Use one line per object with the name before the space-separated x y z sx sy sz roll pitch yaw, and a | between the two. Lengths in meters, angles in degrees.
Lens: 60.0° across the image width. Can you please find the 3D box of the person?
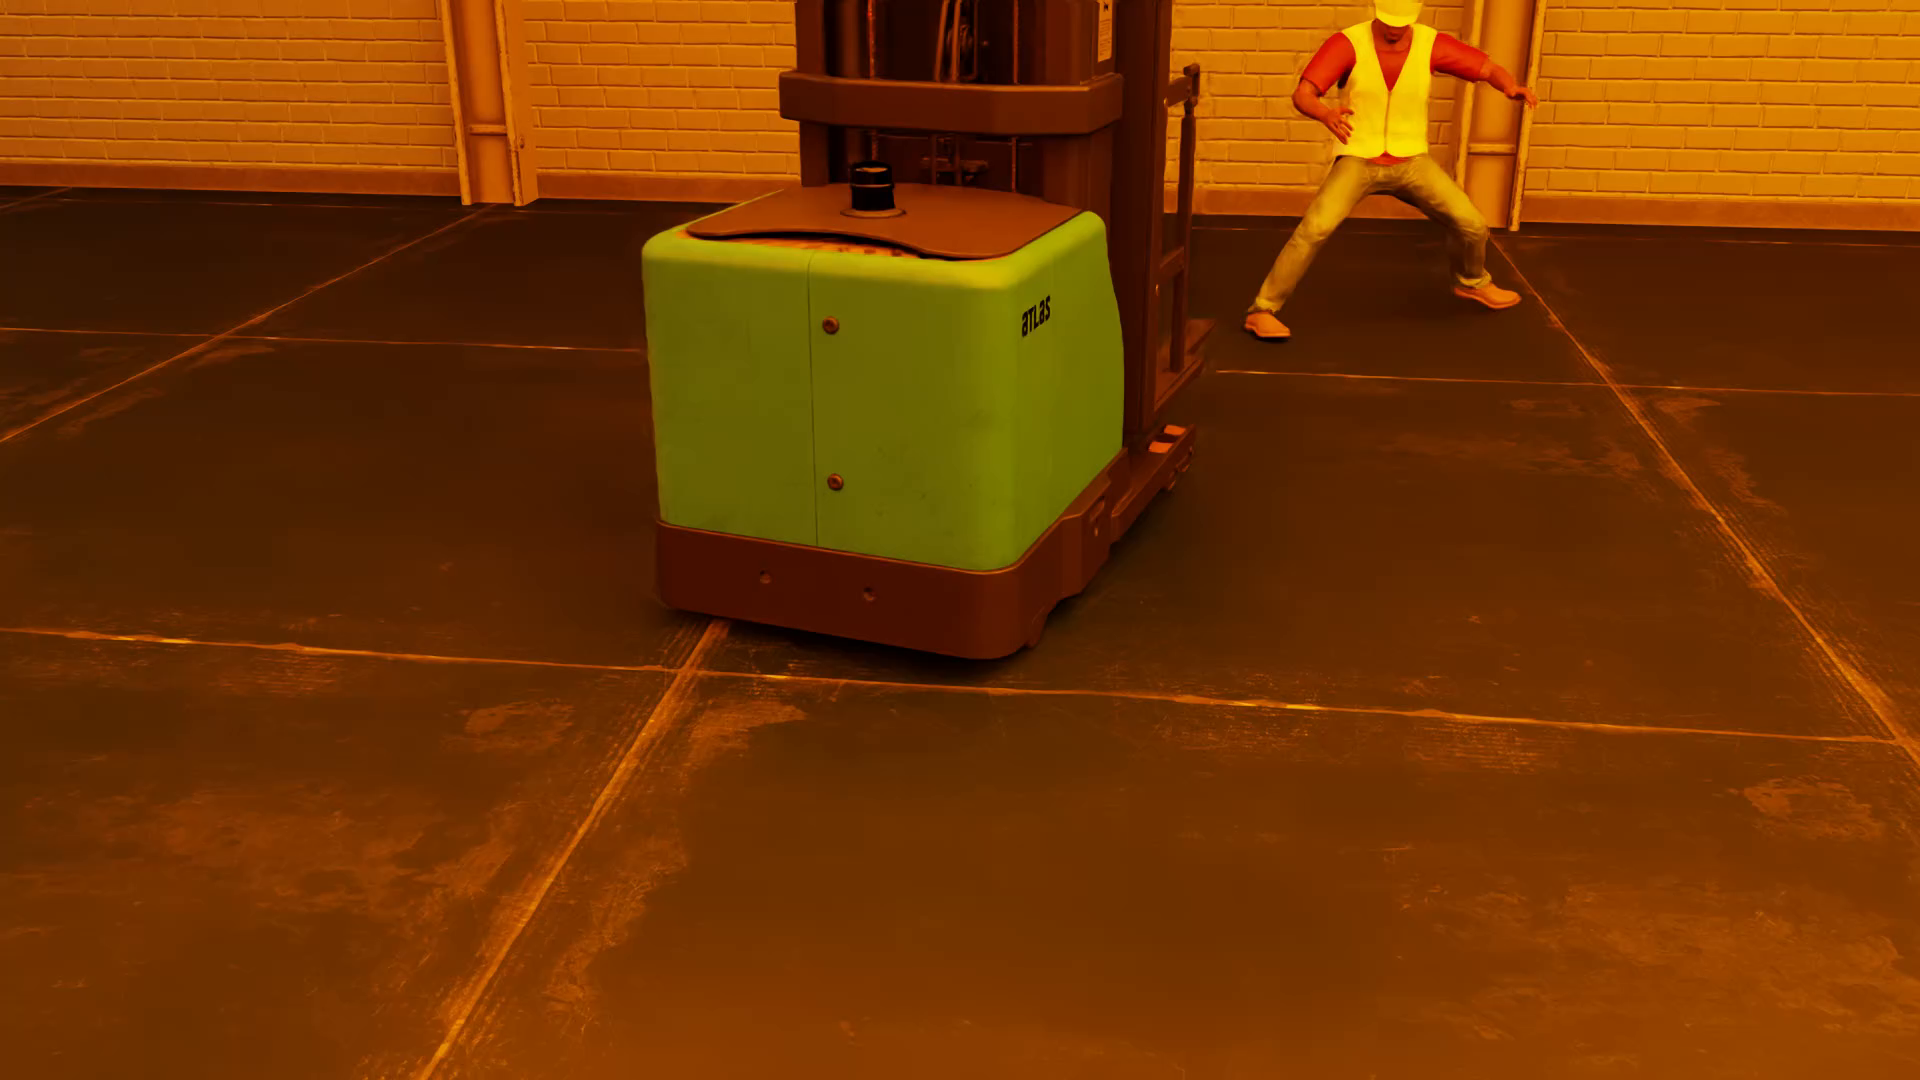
person | 1.951 -1.700 7.330 1.312 1.547 0.724 1 22 3

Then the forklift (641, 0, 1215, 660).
forklift | 0.178 -1.574 5.162 1.130 2.935 3.031 8 23 20
